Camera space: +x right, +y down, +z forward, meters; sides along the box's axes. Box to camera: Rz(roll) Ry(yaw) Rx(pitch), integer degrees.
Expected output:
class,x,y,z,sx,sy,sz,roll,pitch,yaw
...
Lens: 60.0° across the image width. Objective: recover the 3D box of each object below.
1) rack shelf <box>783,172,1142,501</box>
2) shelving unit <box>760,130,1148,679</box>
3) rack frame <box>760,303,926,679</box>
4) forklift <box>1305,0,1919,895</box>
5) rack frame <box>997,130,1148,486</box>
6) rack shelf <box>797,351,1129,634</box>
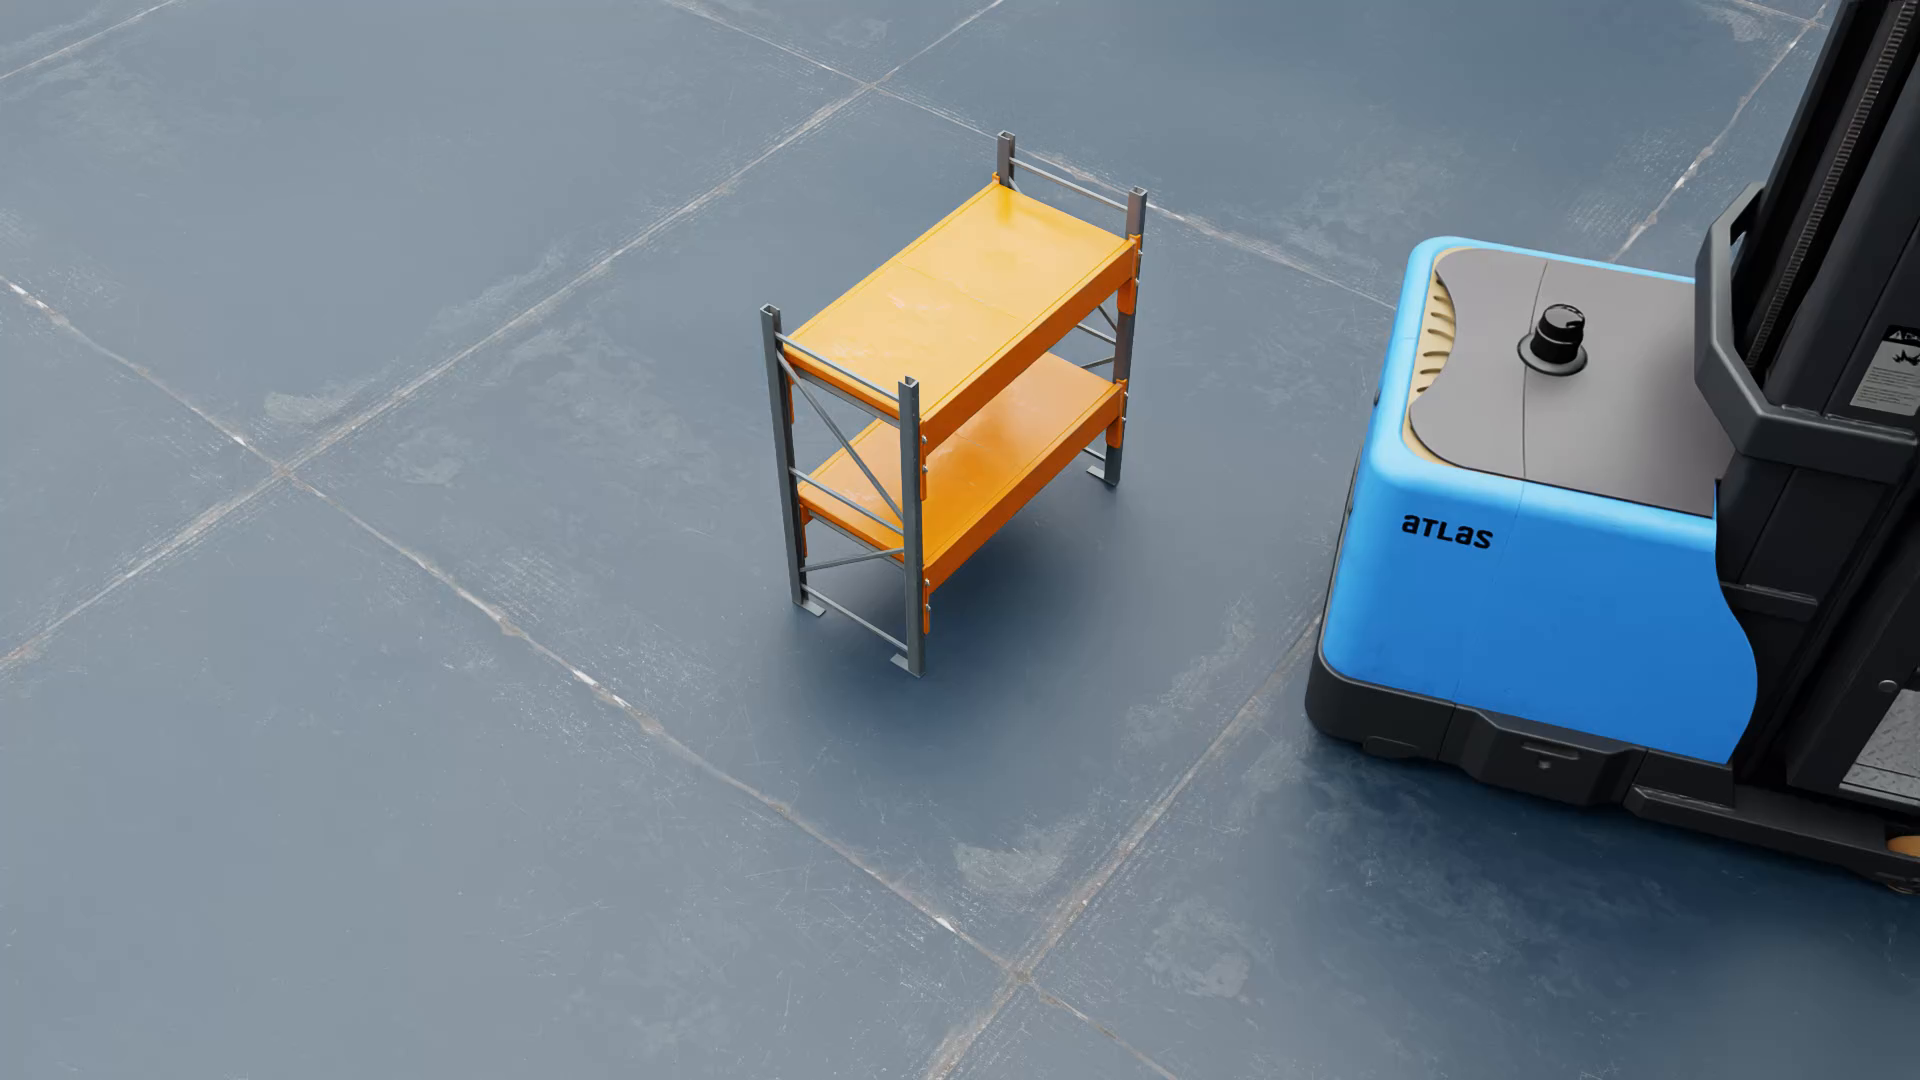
class,x,y,z,sx,sy,sz,roll,pitch,yaw
rack shelf,0.004,-0.595,4.635,0.538,0.278,1.000,29,53,25
shelving unit,0.004,-0.392,4.847,0.538,1.125,1.048,29,53,25
rack frame,-0.307,-0.102,4.569,0.500,1.125,0.032,29,53,25
forklift,2.550,-0.476,3.677,3.031,2.935,1.130,13,48,12
rack frame,0.315,-0.683,5.125,0.500,1.125,0.032,29,53,25
rack shelf,0.004,-0.224,5.024,0.538,0.278,1.000,29,53,25
